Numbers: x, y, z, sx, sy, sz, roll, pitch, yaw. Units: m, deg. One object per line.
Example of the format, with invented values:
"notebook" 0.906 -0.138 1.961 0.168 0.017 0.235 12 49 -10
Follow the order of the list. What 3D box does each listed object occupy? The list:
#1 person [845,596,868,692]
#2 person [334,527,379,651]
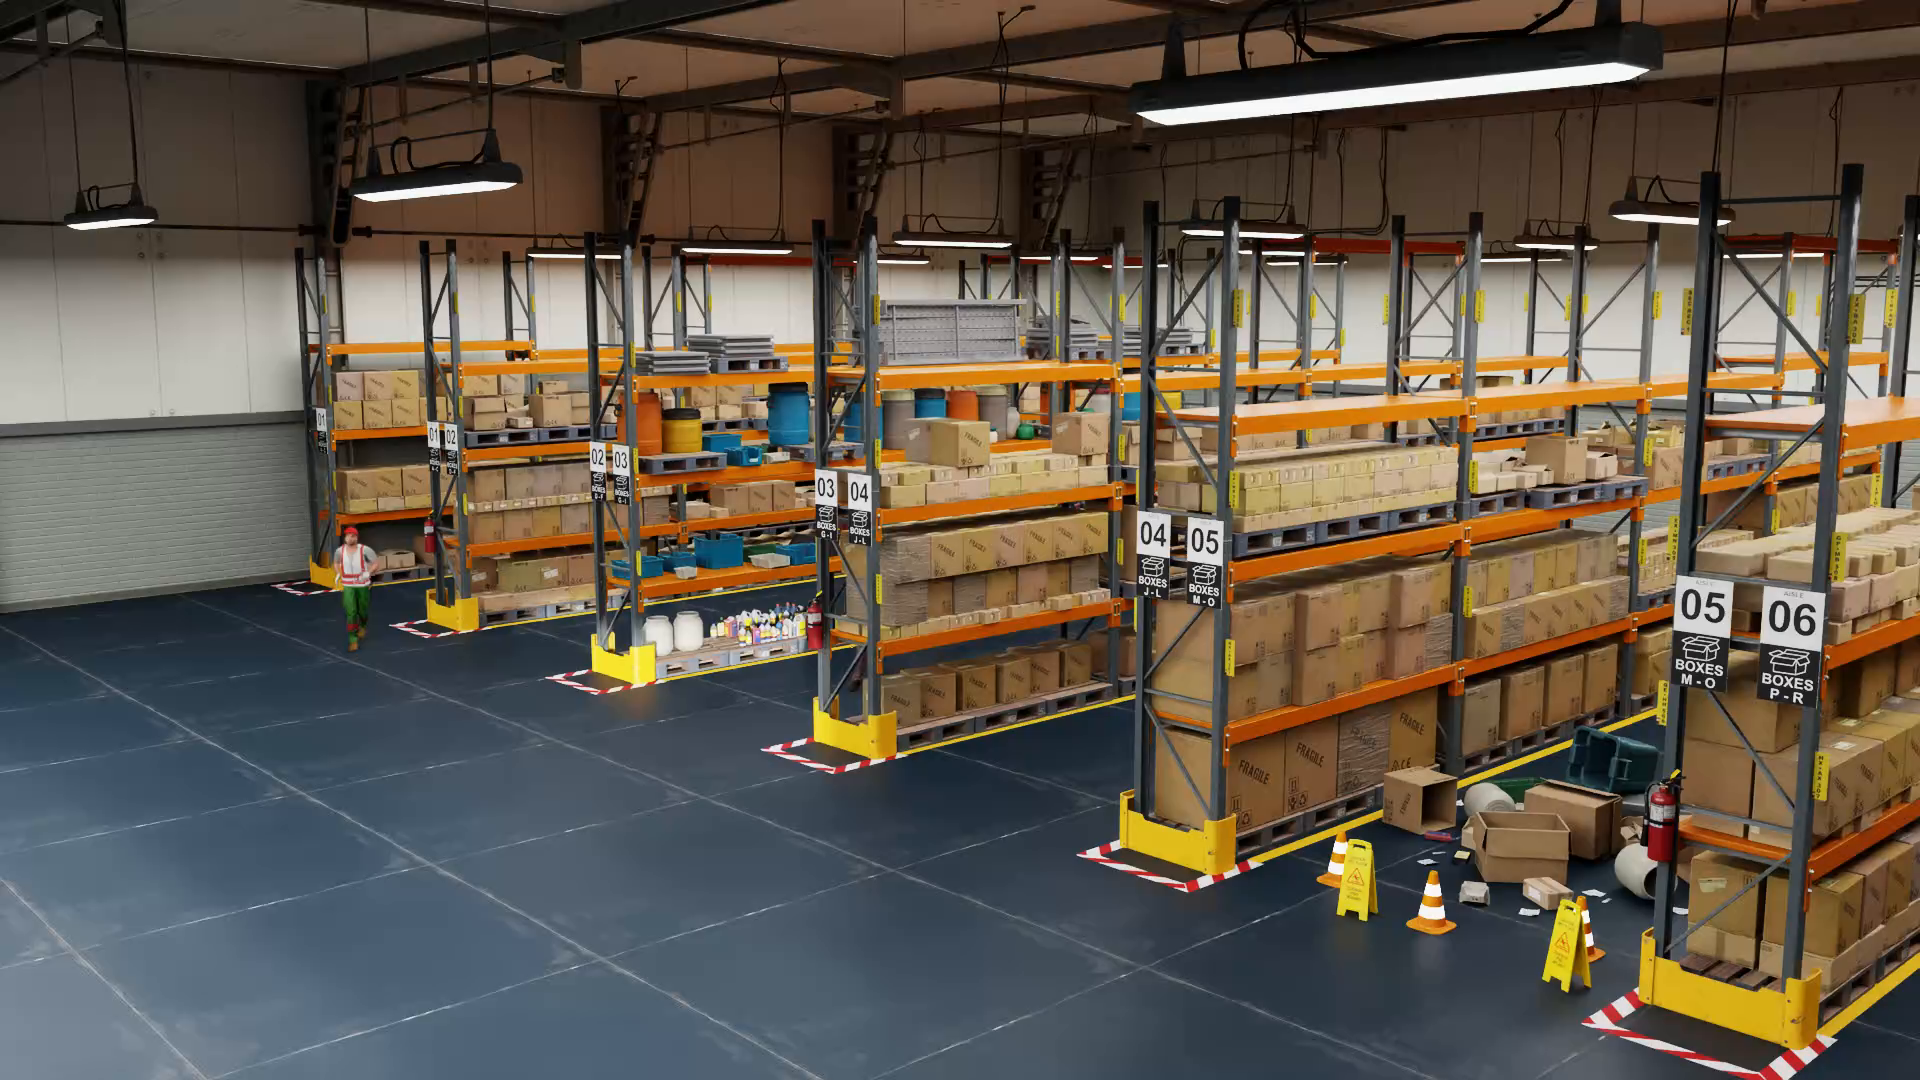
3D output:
"person" -1.248 1.104 22.204 0.638 1.715 1.046 5 10 31
"person" -8.883 0.680 24.498 0.652 1.786 0.906 -2 9 -12
